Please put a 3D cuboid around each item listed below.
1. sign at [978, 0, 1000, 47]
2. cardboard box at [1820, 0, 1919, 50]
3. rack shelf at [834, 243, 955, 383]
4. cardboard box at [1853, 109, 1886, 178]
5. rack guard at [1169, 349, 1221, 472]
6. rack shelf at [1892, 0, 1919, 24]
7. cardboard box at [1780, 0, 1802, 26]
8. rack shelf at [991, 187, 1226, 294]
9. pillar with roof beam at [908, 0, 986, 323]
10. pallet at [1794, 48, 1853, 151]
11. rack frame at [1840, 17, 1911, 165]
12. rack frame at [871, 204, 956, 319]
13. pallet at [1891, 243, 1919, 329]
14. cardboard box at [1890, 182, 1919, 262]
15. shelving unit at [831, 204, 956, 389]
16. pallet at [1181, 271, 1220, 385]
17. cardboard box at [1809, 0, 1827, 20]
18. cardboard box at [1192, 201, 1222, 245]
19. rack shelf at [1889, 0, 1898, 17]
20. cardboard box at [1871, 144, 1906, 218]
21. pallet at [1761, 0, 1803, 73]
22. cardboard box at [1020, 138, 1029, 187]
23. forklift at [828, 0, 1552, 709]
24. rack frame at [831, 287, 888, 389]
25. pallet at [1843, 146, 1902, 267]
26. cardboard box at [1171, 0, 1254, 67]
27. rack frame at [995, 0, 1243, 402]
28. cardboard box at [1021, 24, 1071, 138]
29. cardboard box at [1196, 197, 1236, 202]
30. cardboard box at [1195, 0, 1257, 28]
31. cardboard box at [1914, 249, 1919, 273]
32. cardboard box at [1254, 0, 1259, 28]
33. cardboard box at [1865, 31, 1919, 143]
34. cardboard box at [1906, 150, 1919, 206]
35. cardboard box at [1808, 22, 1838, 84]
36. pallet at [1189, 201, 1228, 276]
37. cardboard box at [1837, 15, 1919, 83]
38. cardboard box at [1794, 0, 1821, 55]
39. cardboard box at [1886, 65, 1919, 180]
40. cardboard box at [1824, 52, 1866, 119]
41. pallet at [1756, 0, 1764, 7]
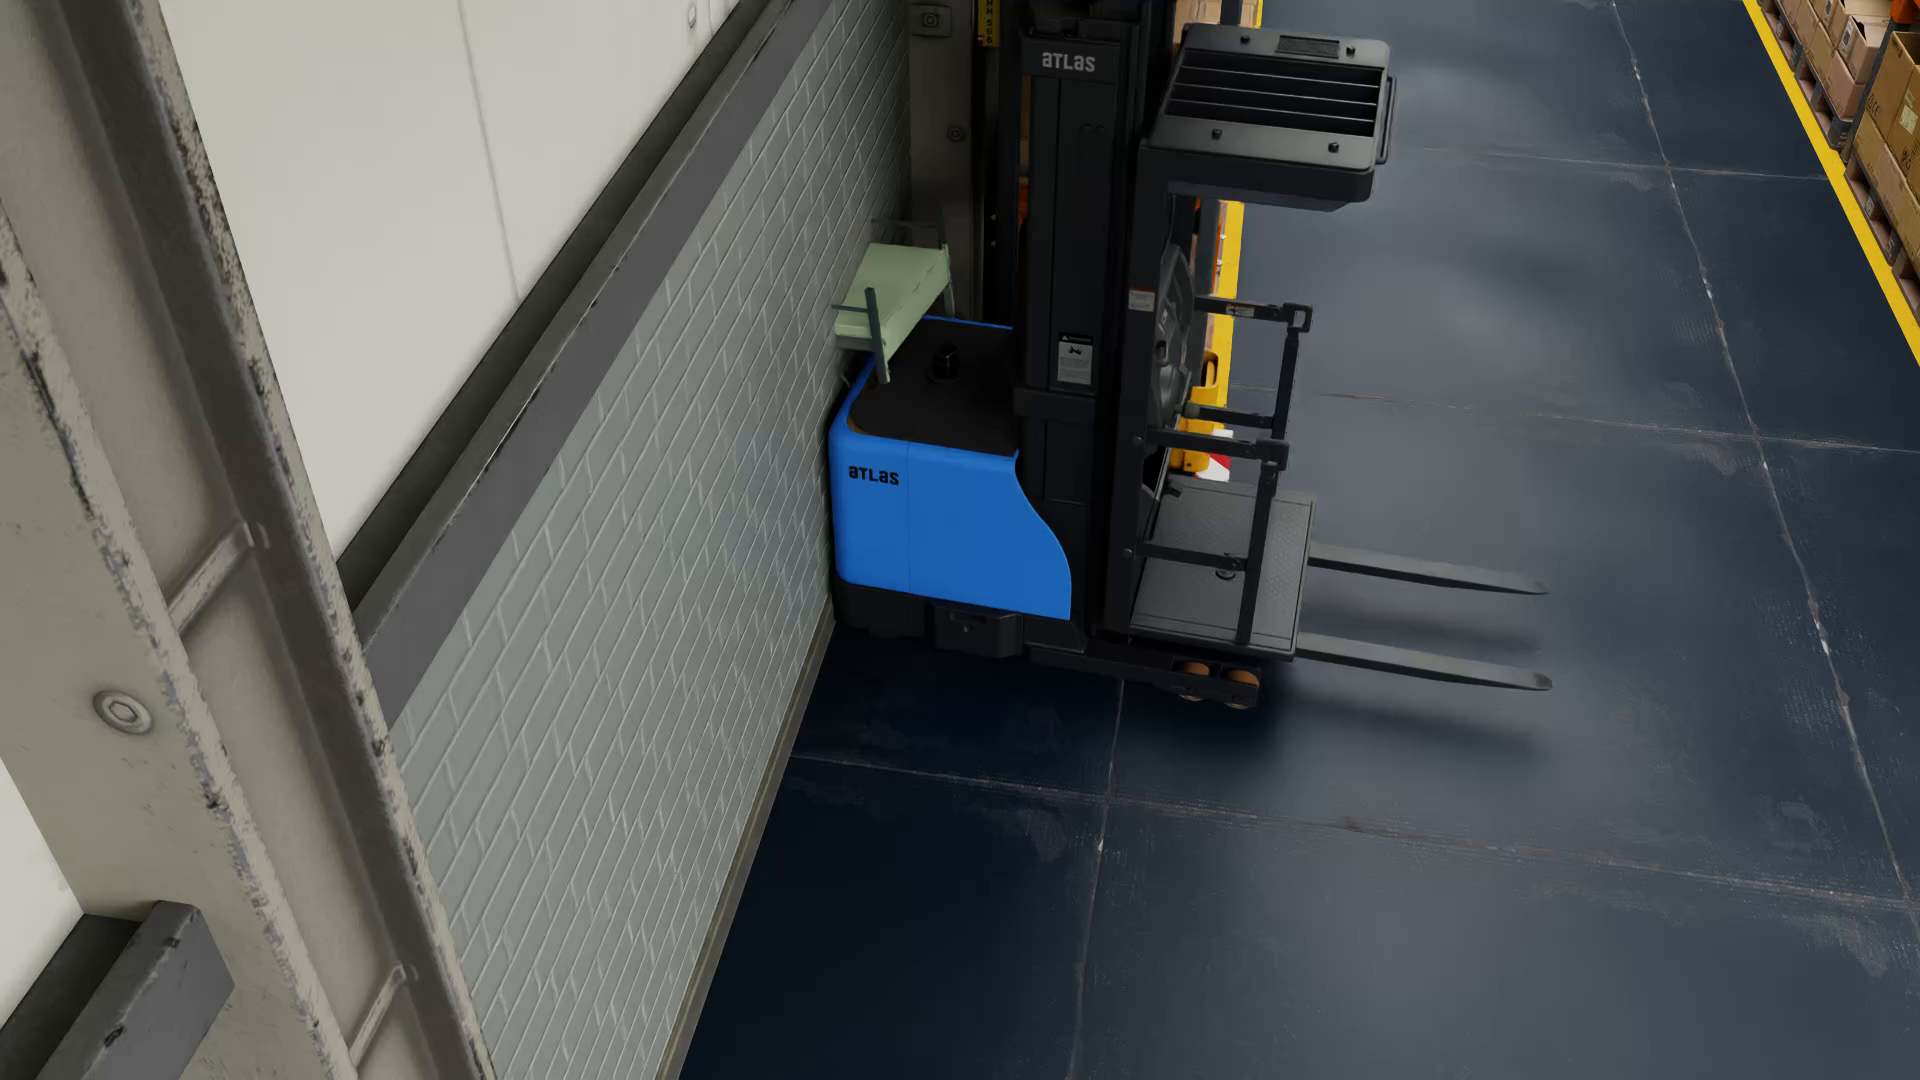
[{"bbox_3d":[0.127,-2.253,7.062,0.100,0.325,0.005,6,40,8],"label":"sign"},{"bbox_3d":[6.114,-3.509,11.125,0.500,0.311,0.500,7,40,9],"label":"cardboard box"},{"bbox_3d":[-0.360,-0.966,7.177,0.431,0.370,0.720,9,40,20],"label":"rack shelf"},{"bbox_3d":[5.863,-2.423,10.251,0.500,0.250,0.500,6,40,8],"label":"cardboard box"},{"bbox_3d":[0.683,-0.696,8.296,1.175,0.500,0.348,6,40,8],"label":"rack guard"},{"bbox_3d":[5.896,-2.046,8.531,1.077,0.370,4.000,6,40,8],"label":"rack shelf"},{"bbox_3d":[6.295,-3.930,12.074,0.500,0.250,0.500,7,40,9],"label":"cardboard box"},{"bbox_3d":[1.016,-2.589,9.189,1.077,0.370,4.000,6,40,8],"label":"rack shelf"},{"bbox_3d":[4.179,-3.984,5.603,9.100,9.000,0.400,6,40,8],"label":"pillar with roof beam"},{"bbox_3d":[6.331,-2.970,11.273,1.003,0.211,1.213,6,40,8],"label":"pallet"},{"bbox_3d":[6.242,-3.578,9.820,1.000,3.000,0.127,6,40,8],"label":"rack frame"},{"bbox_3d":[-0.187,-0.877,7.675,0.400,1.500,0.023,9,40,20],"label":"rack frame"},{"bbox_3d":[5.854,-1.241,9.182,1.003,0.211,1.213,6,40,8],"label":"pallet"},{"bbox_3d":[5.680,-1.796,9.493,0.500,0.250,0.500,6,40,8],"label":"cardboard box"},{"bbox_3d":[-0.322,-0.658,7.414,0.431,1.500,0.755,9,40,20],"label":"shelving unit"},{"bbox_3d":[0.859,-1.090,9.000,1.003,0.211,1.213,6,40,8],"label":"pallet"},{"bbox_3d":[6.202,-3.822,11.504,0.500,0.311,0.500,6,40,8],"label":"cardboard box"},{"bbox_3d":[1.153,-2.055,9.594,0.700,0.500,0.500,4,40,5],"label":"cardboard box"},{"bbox_3d":[6.588,-4.556,11.568,1.077,0.370,4.000,6,40,8],"label":"rack shelf"},{"bbox_3d":[5.772,-2.109,9.872,0.500,0.250,0.500,6,40,8],"label":"cardboard box"},{"bbox_3d":[6.540,-3.738,12.202,1.003,0.211,1.213,6,40,8],"label":"pallet"},{"bbox_3d":[0.560,-1.876,7.864,0.500,0.250,0.500,7,40,8],"label":"cardboard box"},{"bbox_3d":[1.023,-0.797,6.510,3.031,2.935,1.130,9,40,11],"label":"forklift"},{"bbox_3d":[-0.457,-0.440,7.153,0.400,1.500,0.023,9,40,20],"label":"rack frame"},{"bbox_3d":[6.063,-2.009,10.111,1.003,0.211,1.213,6,40,8],"label":"pallet"},{"bbox_3d":[1.049,-2.117,7.567,0.500,0.500,0.500,6,40,8],"label":"cardboard box"},{"bbox_3d":[0.670,-1.612,7.442,1.000,3.000,0.127,6,40,8],"label":"rack frame"},{"bbox_3d":[0.542,-2.170,7.631,0.500,0.500,0.500,6,40,7],"label":"cardboard box"},{"bbox_3d":[1.067,-1.833,7.811,0.500,0.250,0.500,5,40,6],"label":"cardboard box"},{"bbox_3d":[1.144,-2.426,7.941,0.500,0.500,0.500,7,40,8],"label":"cardboard box"},{"bbox_3d":[5.599,-1.482,9.113,0.500,0.250,0.500,6,40,8],"label":"cardboard box"},{"bbox_3d":[1.240,-2.750,8.332,0.500,0.500,0.500,5,40,6],"label":"cardboard box"},{"bbox_3d":[5.853,-2.713,10.014,0.500,0.500,0.500,6,40,8],"label":"cardboard box"},{"bbox_3d":[5.681,-2.085,9.254,0.500,0.500,0.500,6,40,8],"label":"cardboard box"},{"bbox_3d":[6.118,-3.290,11.300,0.500,0.250,0.500,6,40,7],"label":"cardboard box"},{"bbox_3d":[1.072,-1.854,9.923,1.003,0.211,1.213,6,40,8],"label":"pallet"},{"bbox_3d":[6.030,-3.182,10.730,0.500,0.311,0.500,6,40,8],"label":"cardboard box"},{"bbox_3d":[6.206,-3.611,11.688,0.500,0.250,0.500,7,40,9],"label":"cardboard box"},{"bbox_3d":[5.775,-2.398,9.633,0.500,0.500,0.500,6,40,8],"label":"cardboard box"},{"bbox_3d":[6.028,-2.972,10.916,0.500,0.250,0.500,6,40,7],"label":"cardboard box"},{"bbox_3d":[6.753,-4.501,13.126,1.003,0.211,1.213,6,40,8],"label":"pallet"}]
